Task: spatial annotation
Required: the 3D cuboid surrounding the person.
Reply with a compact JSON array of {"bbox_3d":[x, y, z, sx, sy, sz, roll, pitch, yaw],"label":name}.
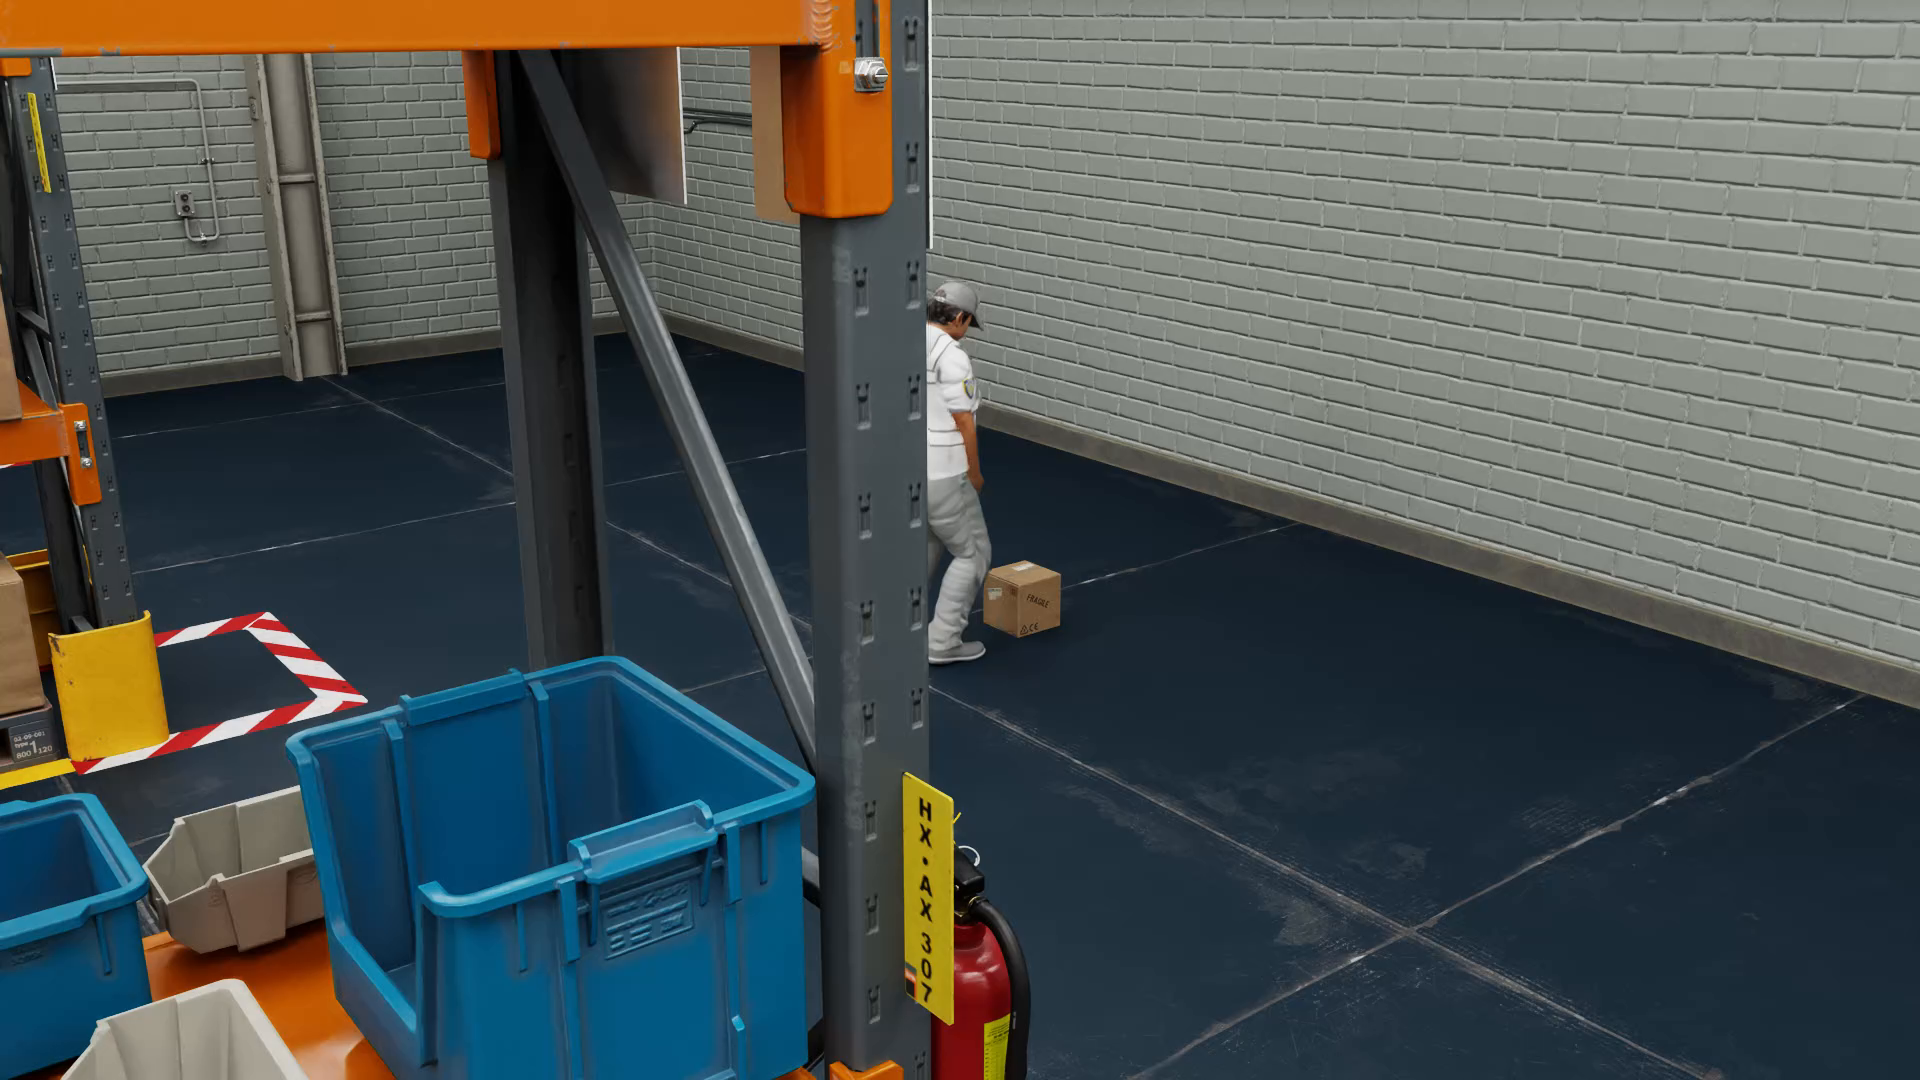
[{"bbox_3d":[-0.111,-0.286,7.070,0.513,1.600,0.504,-13,22,-35],"label":"person"}]
